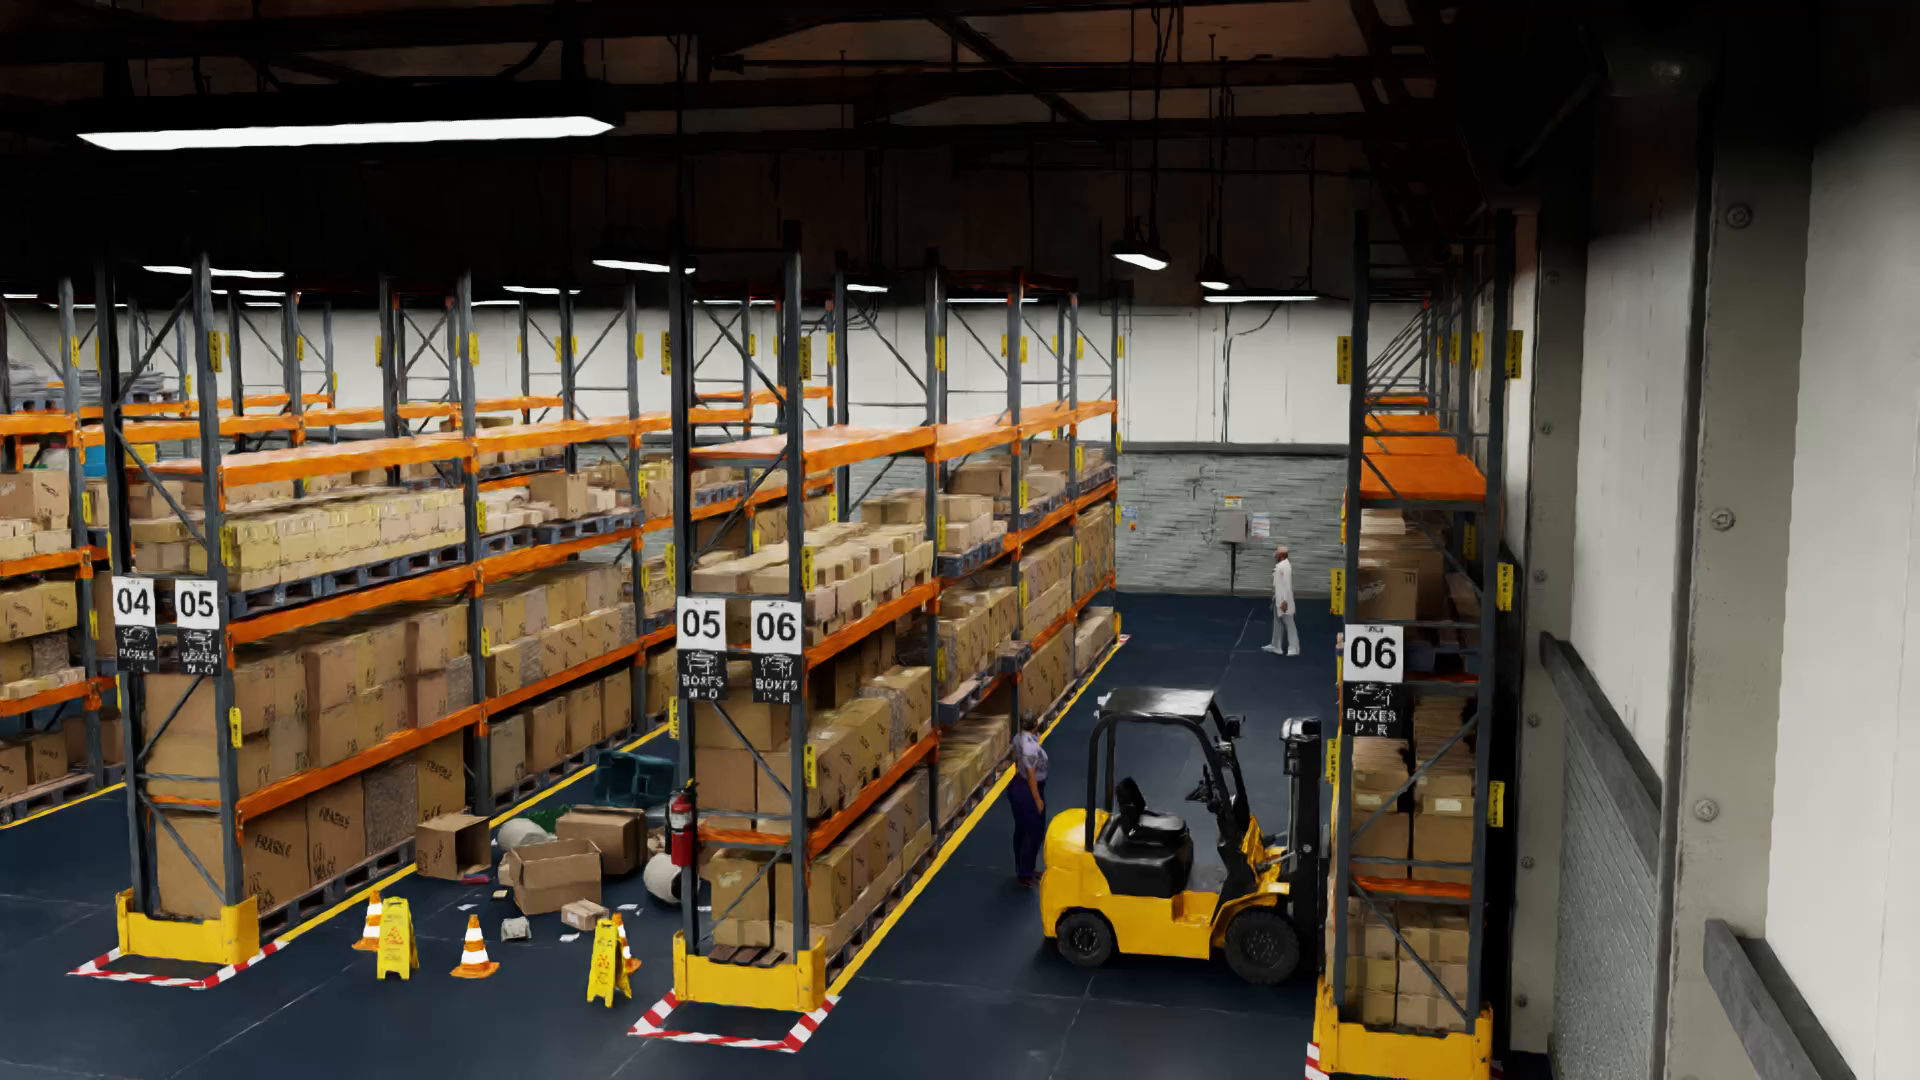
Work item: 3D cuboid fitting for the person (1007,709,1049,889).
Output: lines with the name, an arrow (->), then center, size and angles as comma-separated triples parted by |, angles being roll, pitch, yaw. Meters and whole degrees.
person -> 0.668, 2.463, 15.818 | 0.366, 1.702, 0.551 | -2, 7, -16

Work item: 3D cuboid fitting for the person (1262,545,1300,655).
person -> 5.274, 0.975, 27.127 | 0.569, 1.776, 0.704 | 0, 7, 1
